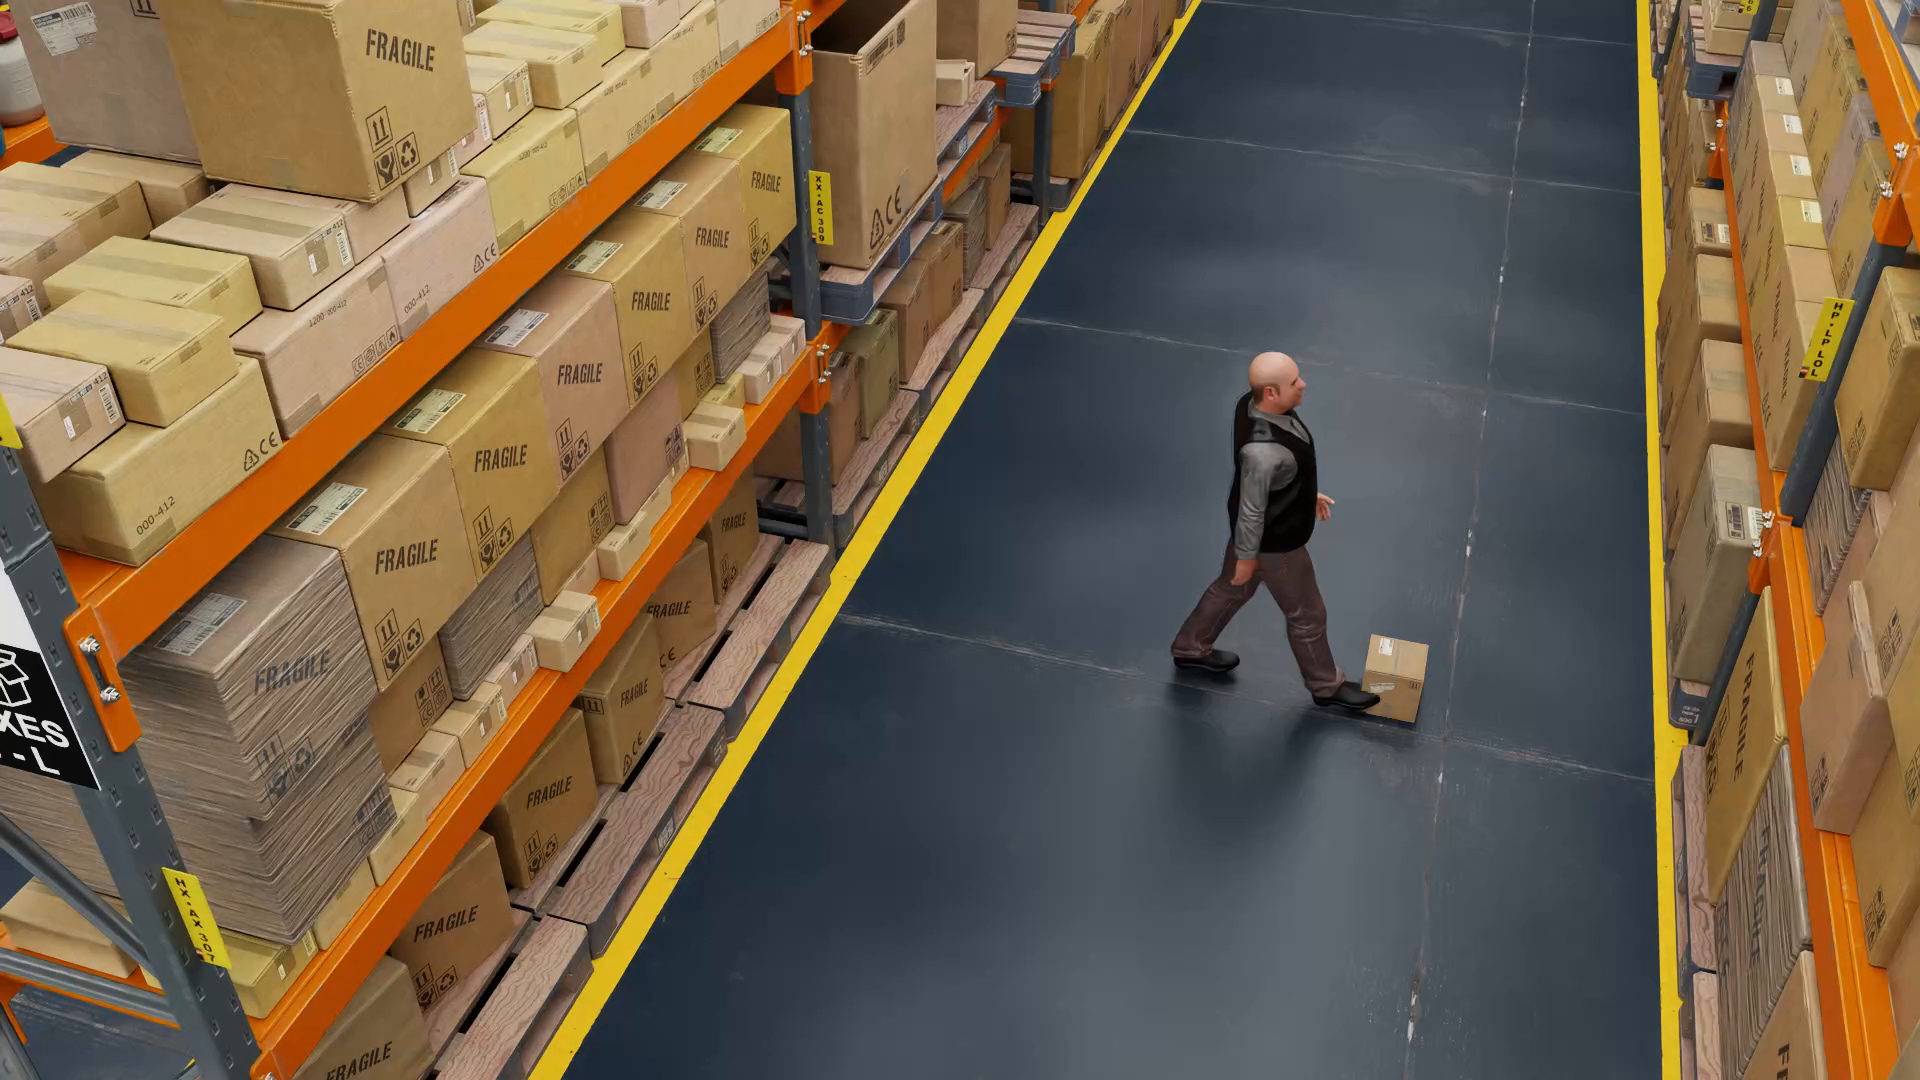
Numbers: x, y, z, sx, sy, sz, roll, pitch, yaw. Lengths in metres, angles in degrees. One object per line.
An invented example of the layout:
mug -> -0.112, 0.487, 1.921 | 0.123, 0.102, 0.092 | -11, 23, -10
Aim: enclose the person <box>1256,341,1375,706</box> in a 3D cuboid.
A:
person -> 1.544, -0.056, 6.978 | 0.519, 1.740, 0.561 | 8, 37, 10
